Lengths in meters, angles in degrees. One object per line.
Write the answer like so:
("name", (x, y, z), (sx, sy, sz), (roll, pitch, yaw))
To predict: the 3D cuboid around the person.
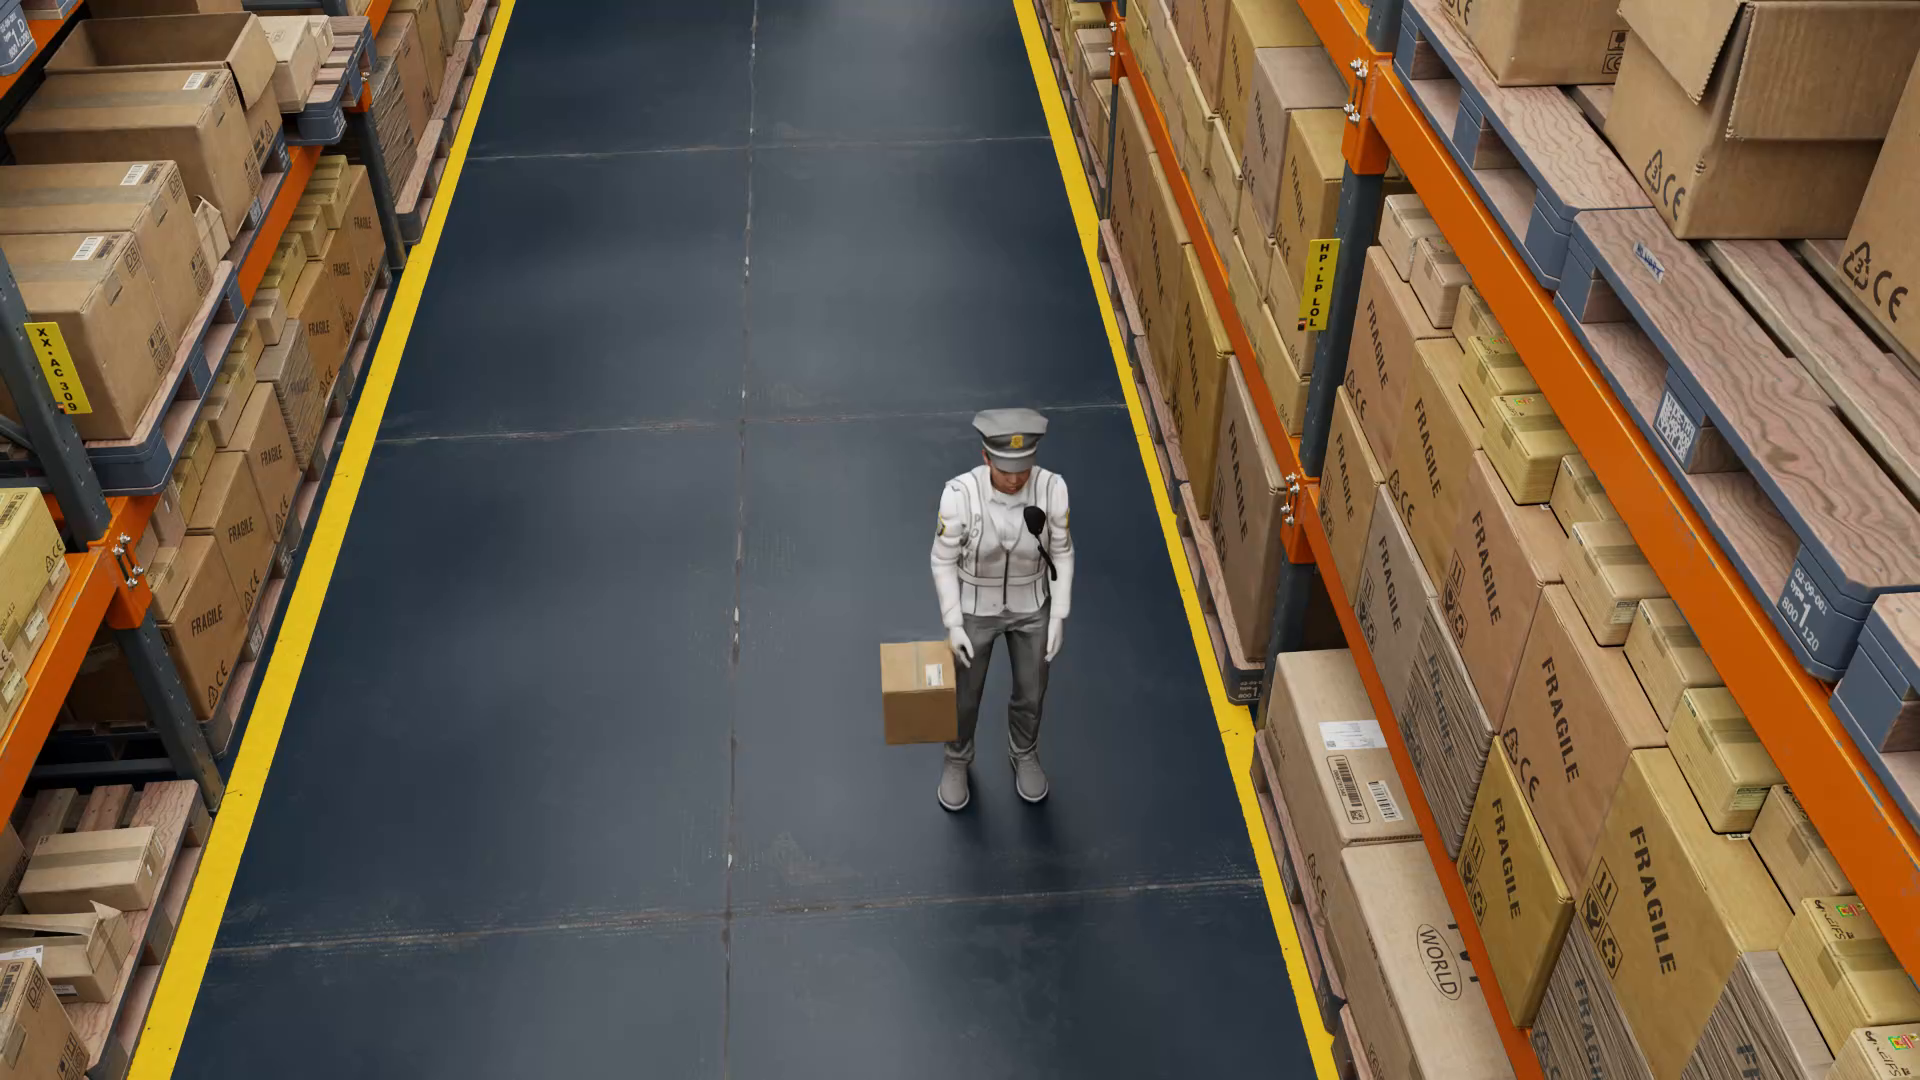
("person", (0.153, 0.264, 5.817), (0.502, 1.680, 0.355), (-4, 40, -5))
